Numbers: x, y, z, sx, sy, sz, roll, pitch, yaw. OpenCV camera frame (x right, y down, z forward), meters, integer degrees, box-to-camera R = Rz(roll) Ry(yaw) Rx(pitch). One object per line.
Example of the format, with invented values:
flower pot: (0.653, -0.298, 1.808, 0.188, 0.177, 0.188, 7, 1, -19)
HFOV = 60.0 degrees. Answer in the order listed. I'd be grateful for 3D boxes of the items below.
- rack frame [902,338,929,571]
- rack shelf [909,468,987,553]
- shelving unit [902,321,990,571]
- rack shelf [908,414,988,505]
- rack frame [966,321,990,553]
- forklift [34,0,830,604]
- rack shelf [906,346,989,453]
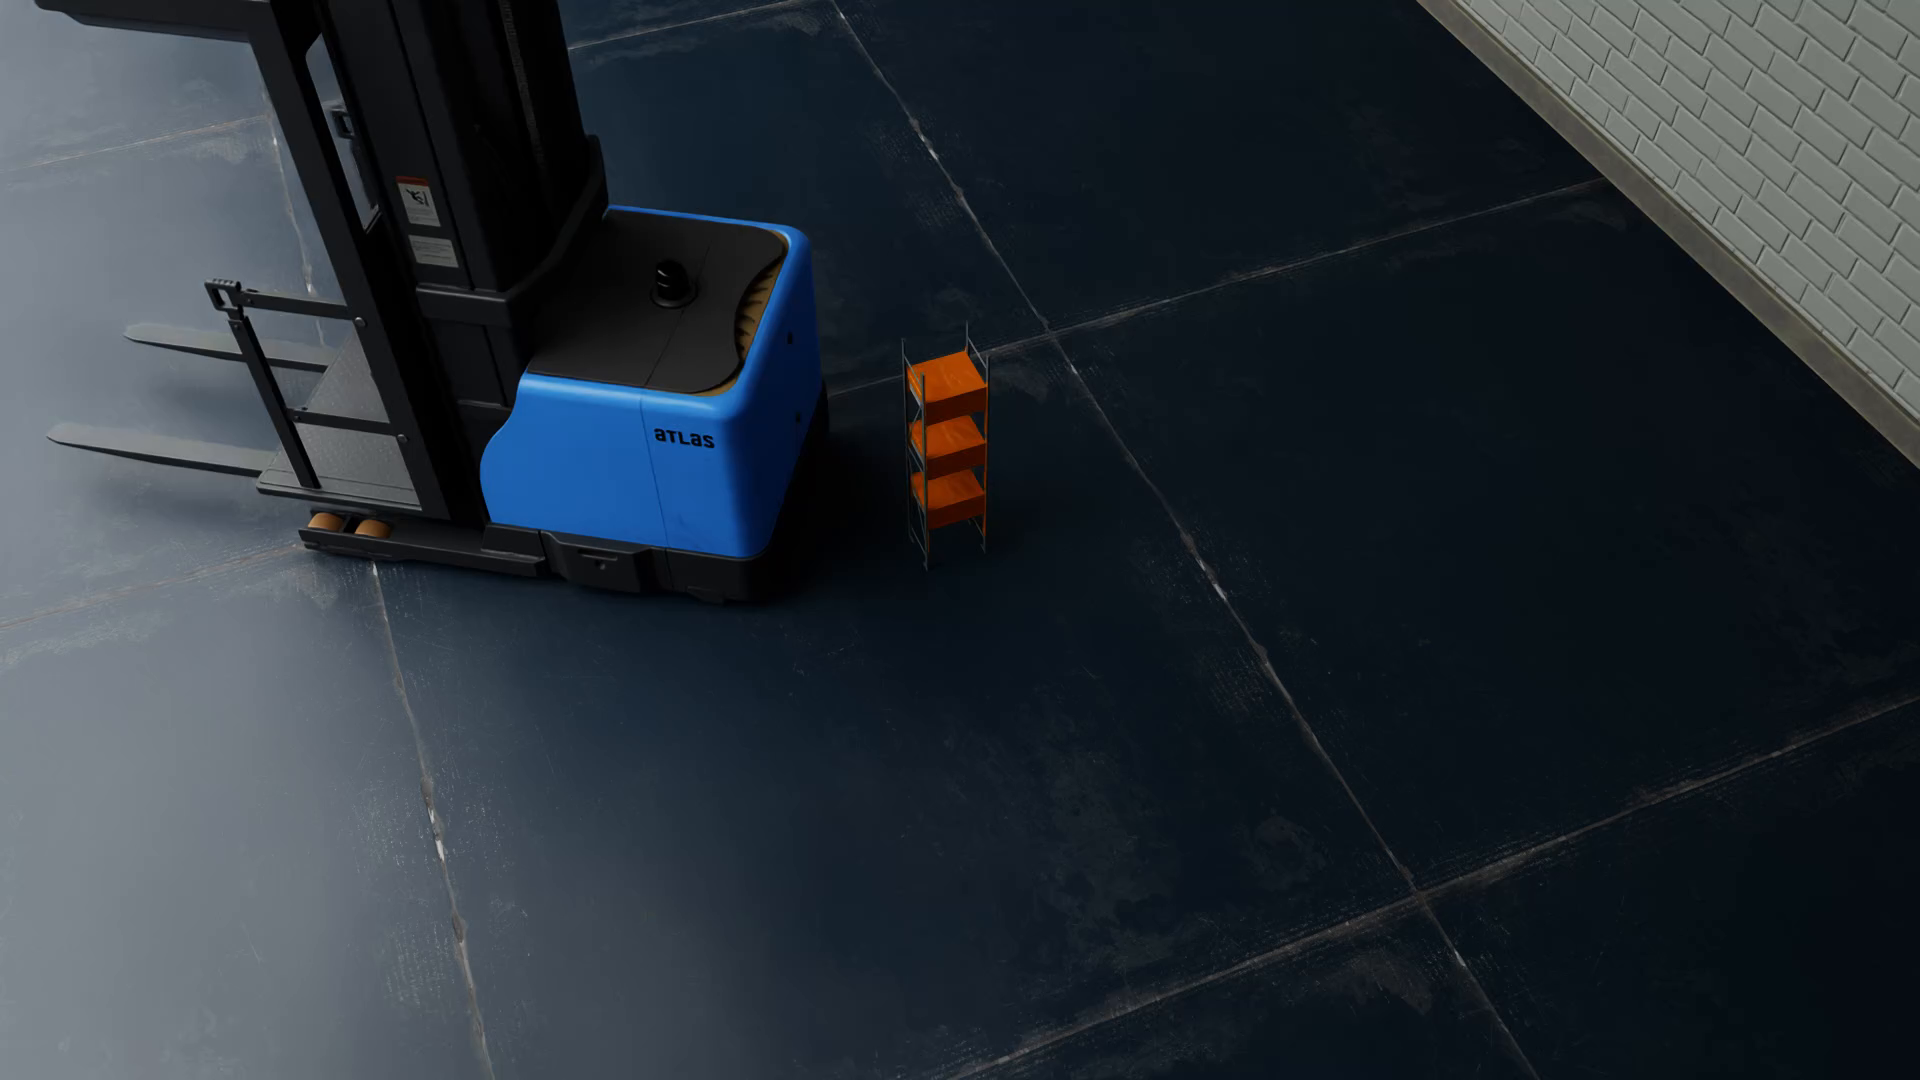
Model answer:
rack frame: (-0.162, -0.292, 6.149, 0.008, 1.050, 0.200, -17, 52, -14)
rack shelf: (-0.050, -0.139, 6.398, 0.240, 0.259, 0.215, -17, 52, -14)
shelving unit: (-0.050, -0.327, 6.179, 0.252, 1.050, 0.215, -17, 52, -14)
rack shelf: (-0.050, -0.320, 6.187, 0.240, 0.259, 0.215, -17, 52, -14)
rack frame: (0.063, -0.362, 6.209, 0.008, 1.050, 0.200, -17, 52, -14)
forklift: (-2.109, -1.262, 5.743, 3.031, 2.935, 1.130, 8, 50, 7)
rack shelf: (-0.050, -0.505, 5.972, 0.240, 0.259, 0.215, -17, 52, -14)
